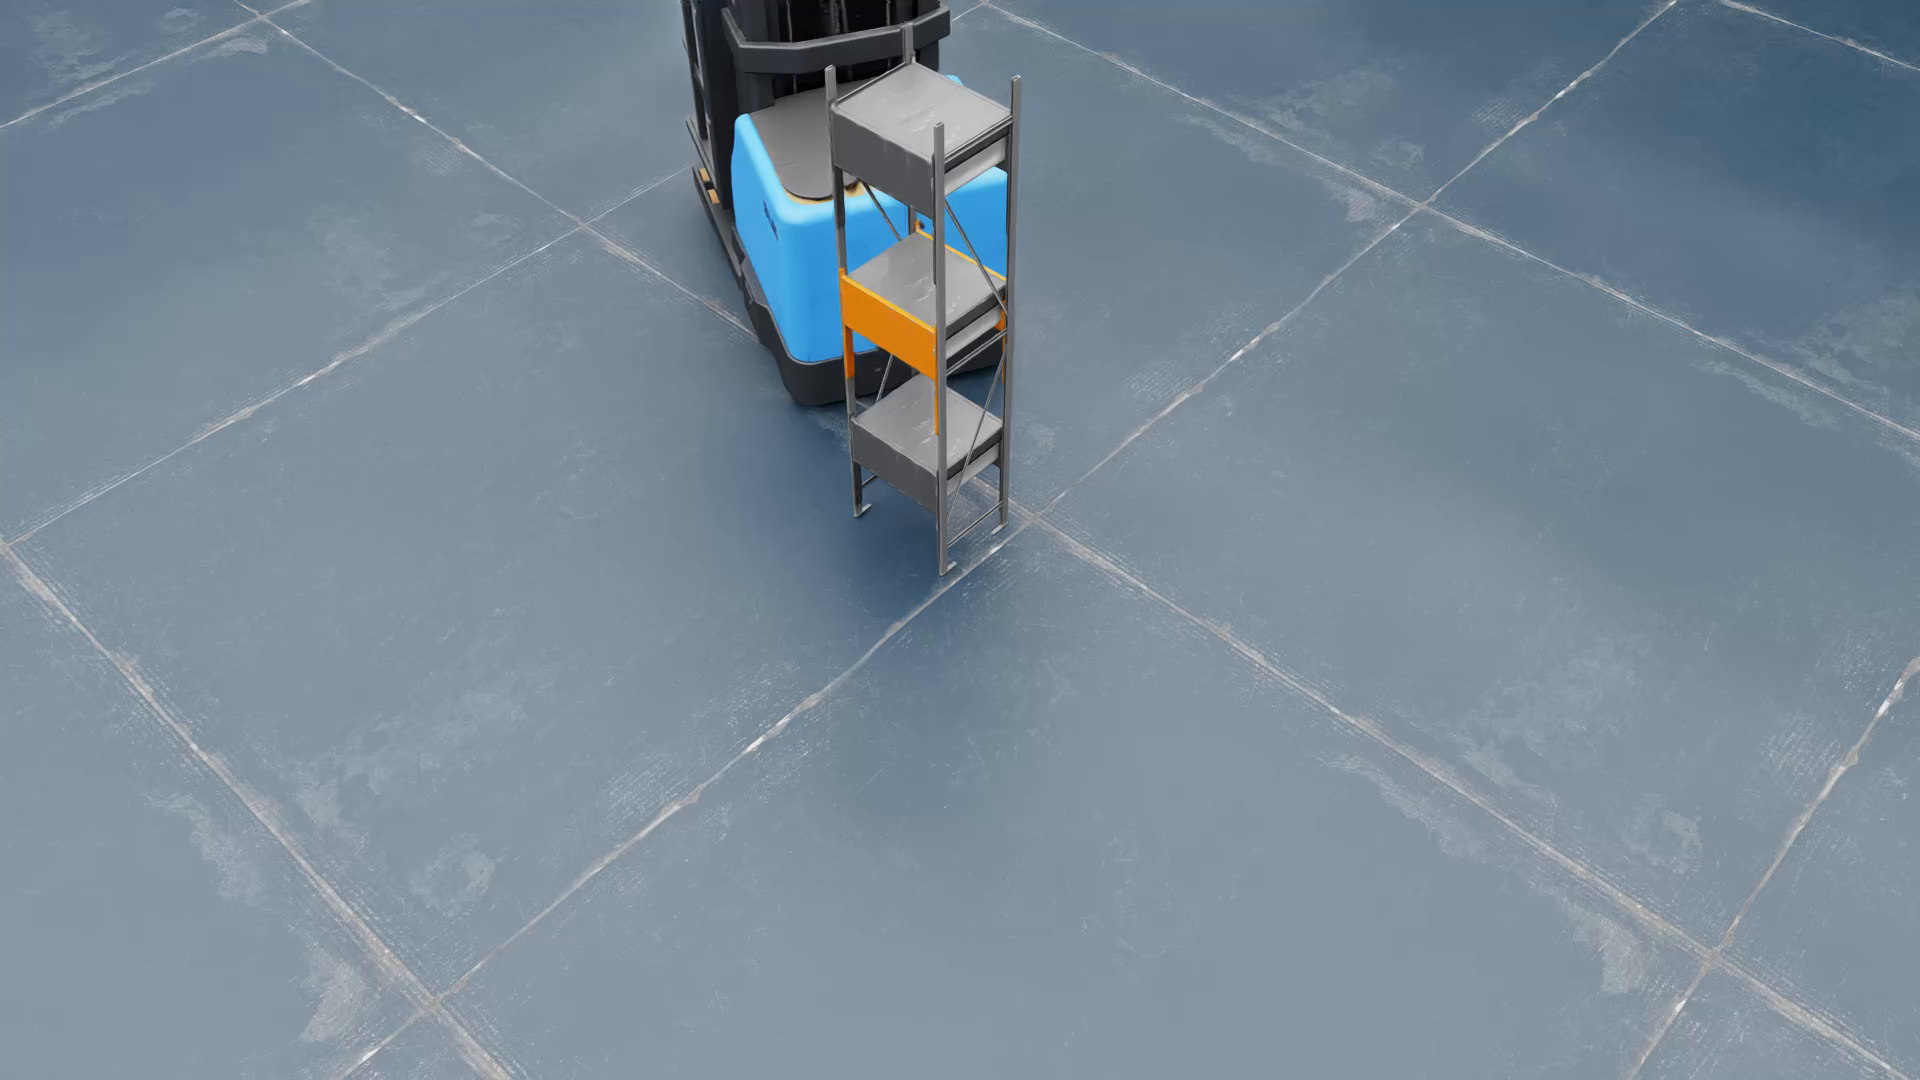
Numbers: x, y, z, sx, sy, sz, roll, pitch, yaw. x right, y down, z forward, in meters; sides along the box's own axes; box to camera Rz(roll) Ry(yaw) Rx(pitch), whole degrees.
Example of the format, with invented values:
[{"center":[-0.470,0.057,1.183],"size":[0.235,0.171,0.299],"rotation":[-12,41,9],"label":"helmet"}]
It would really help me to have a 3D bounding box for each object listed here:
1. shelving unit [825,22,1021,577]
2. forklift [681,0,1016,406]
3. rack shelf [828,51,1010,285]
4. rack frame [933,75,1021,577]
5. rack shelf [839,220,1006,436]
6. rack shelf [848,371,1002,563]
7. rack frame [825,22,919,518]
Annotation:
[{"center":[-0.122,-0.801,6.170],"size":[0.503,2.100,0.431],"rotation":[34,55,28],"label":"shelving unit"},{"center":[-0.715,-2.691,7.374],"size":[1.130,2.935,3.031],"rotation":[-14,48,-13],"label":"forklift"},{"center":[-0.122,-1.270,5.670],"size":[0.480,0.518,0.431],"rotation":[34,55,28],"label":"rack shelf"},{"center":[0.058,-0.680,6.057],"size":[0.015,2.100,0.400],"rotation":[34,55,28],"label":"rack frame"},{"center":[-0.122,-0.791,6.180],"size":[0.480,0.518,0.431],"rotation":[34,55,28],"label":"rack shelf"},{"center":[-0.122,-0.312,6.690],"size":[0.480,0.518,0.431],"rotation":[34,55,28],"label":"rack shelf"},{"center":[-0.301,-0.921,6.283],"size":[0.015,2.100,0.400],"rotation":[34,55,28],"label":"rack frame"}]
